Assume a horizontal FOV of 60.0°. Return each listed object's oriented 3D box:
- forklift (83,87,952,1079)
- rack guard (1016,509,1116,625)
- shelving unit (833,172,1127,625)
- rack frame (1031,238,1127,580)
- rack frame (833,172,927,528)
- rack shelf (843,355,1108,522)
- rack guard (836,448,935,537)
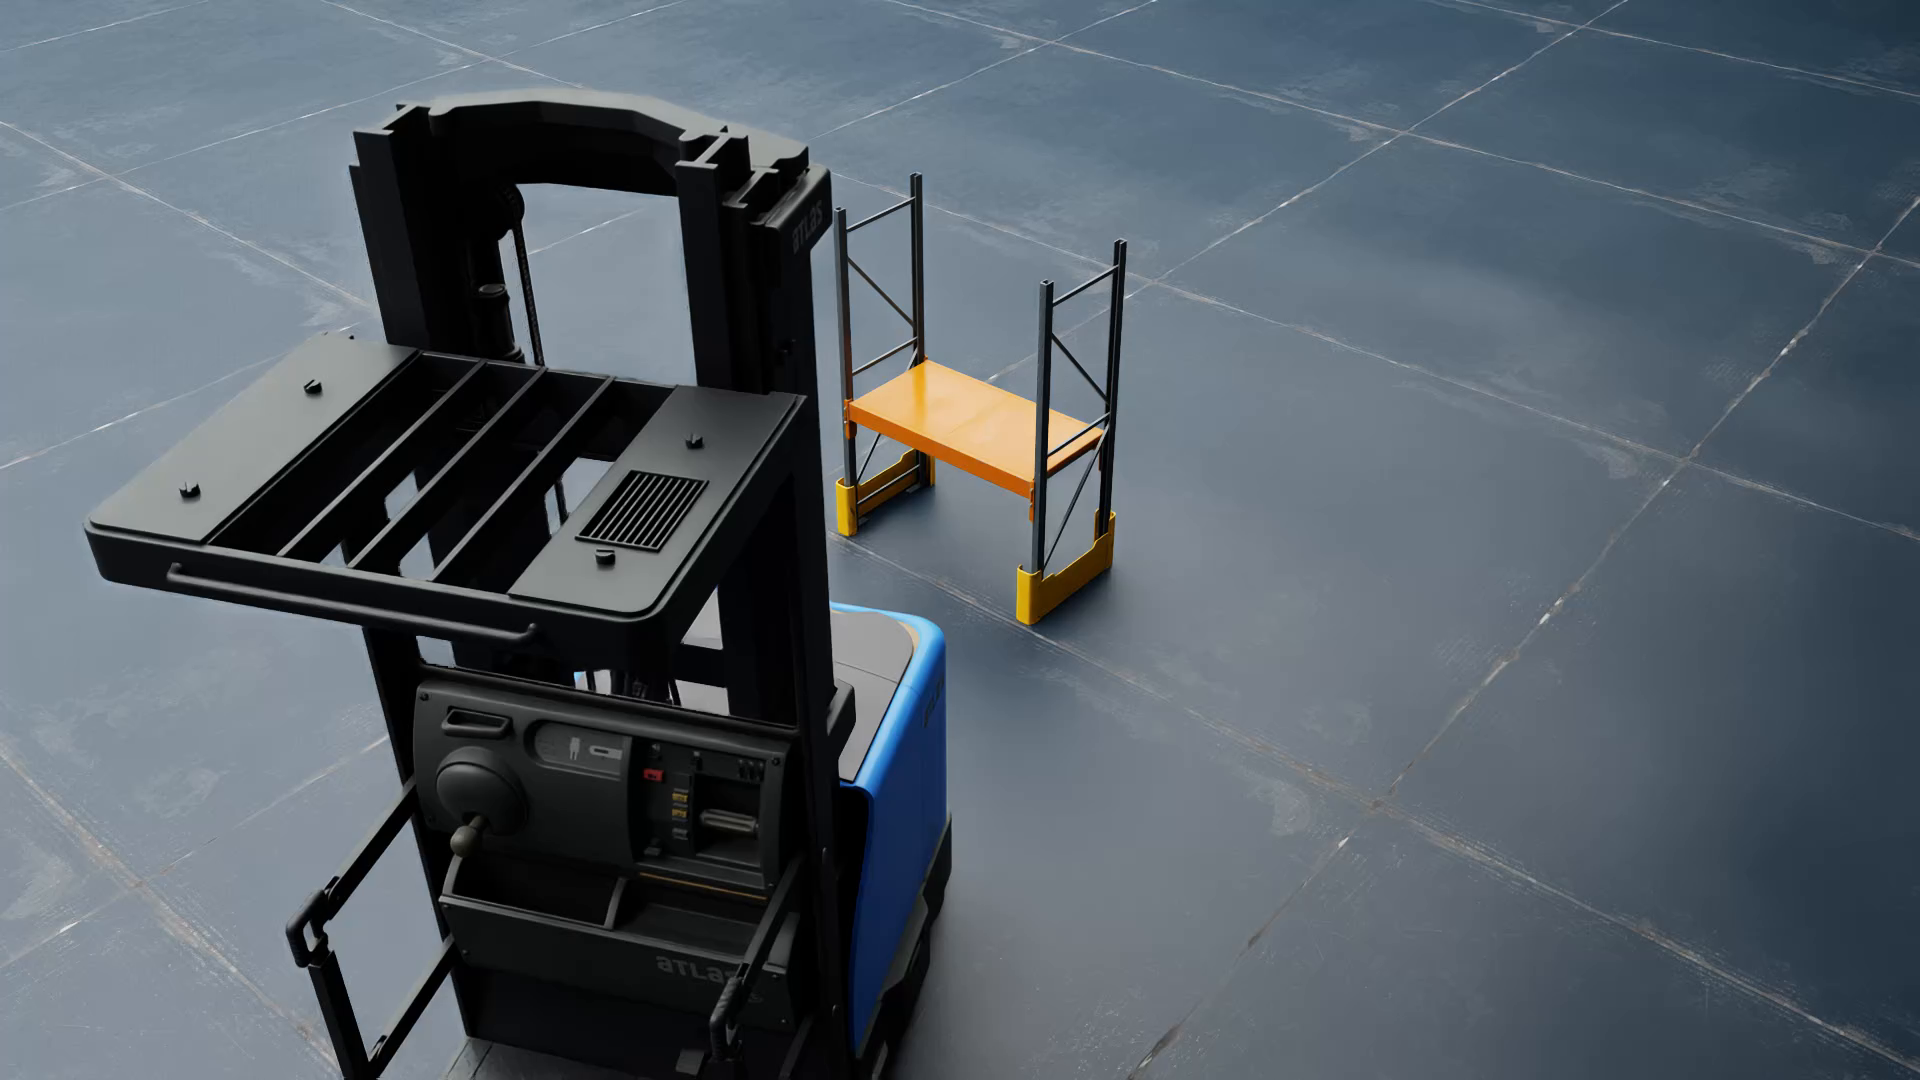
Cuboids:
[{"bbox_3d":[-0.900,0.651,3.713,1.130,2.935,3.031,9,35,12],"label":"forklift"},{"bbox_3d":[0.441,0.105,6.876,0.087,0.250,0.587,25,42,32],"label":"rack guard"},{"bbox_3d":[0.059,-0.591,6.785,1.083,1.500,0.587,25,42,32],"label":"shelving unit"},{"bbox_3d":[0.456,-0.403,6.512,0.032,1.500,0.500,25,42,32],"label":"rack frame"},{"bbox_3d":[-0.325,-0.771,7.049,0.032,1.500,0.500,25,42,32],"label":"rack frame"},{"bbox_3d":[0.066,-0.439,6.882,1.000,0.185,0.538,25,42,32],"label":"rack shelf"},{"bbox_3d":[-0.324,-0.256,7.402,0.087,0.250,0.587,25,42,32],"label":"rack guard"}]
